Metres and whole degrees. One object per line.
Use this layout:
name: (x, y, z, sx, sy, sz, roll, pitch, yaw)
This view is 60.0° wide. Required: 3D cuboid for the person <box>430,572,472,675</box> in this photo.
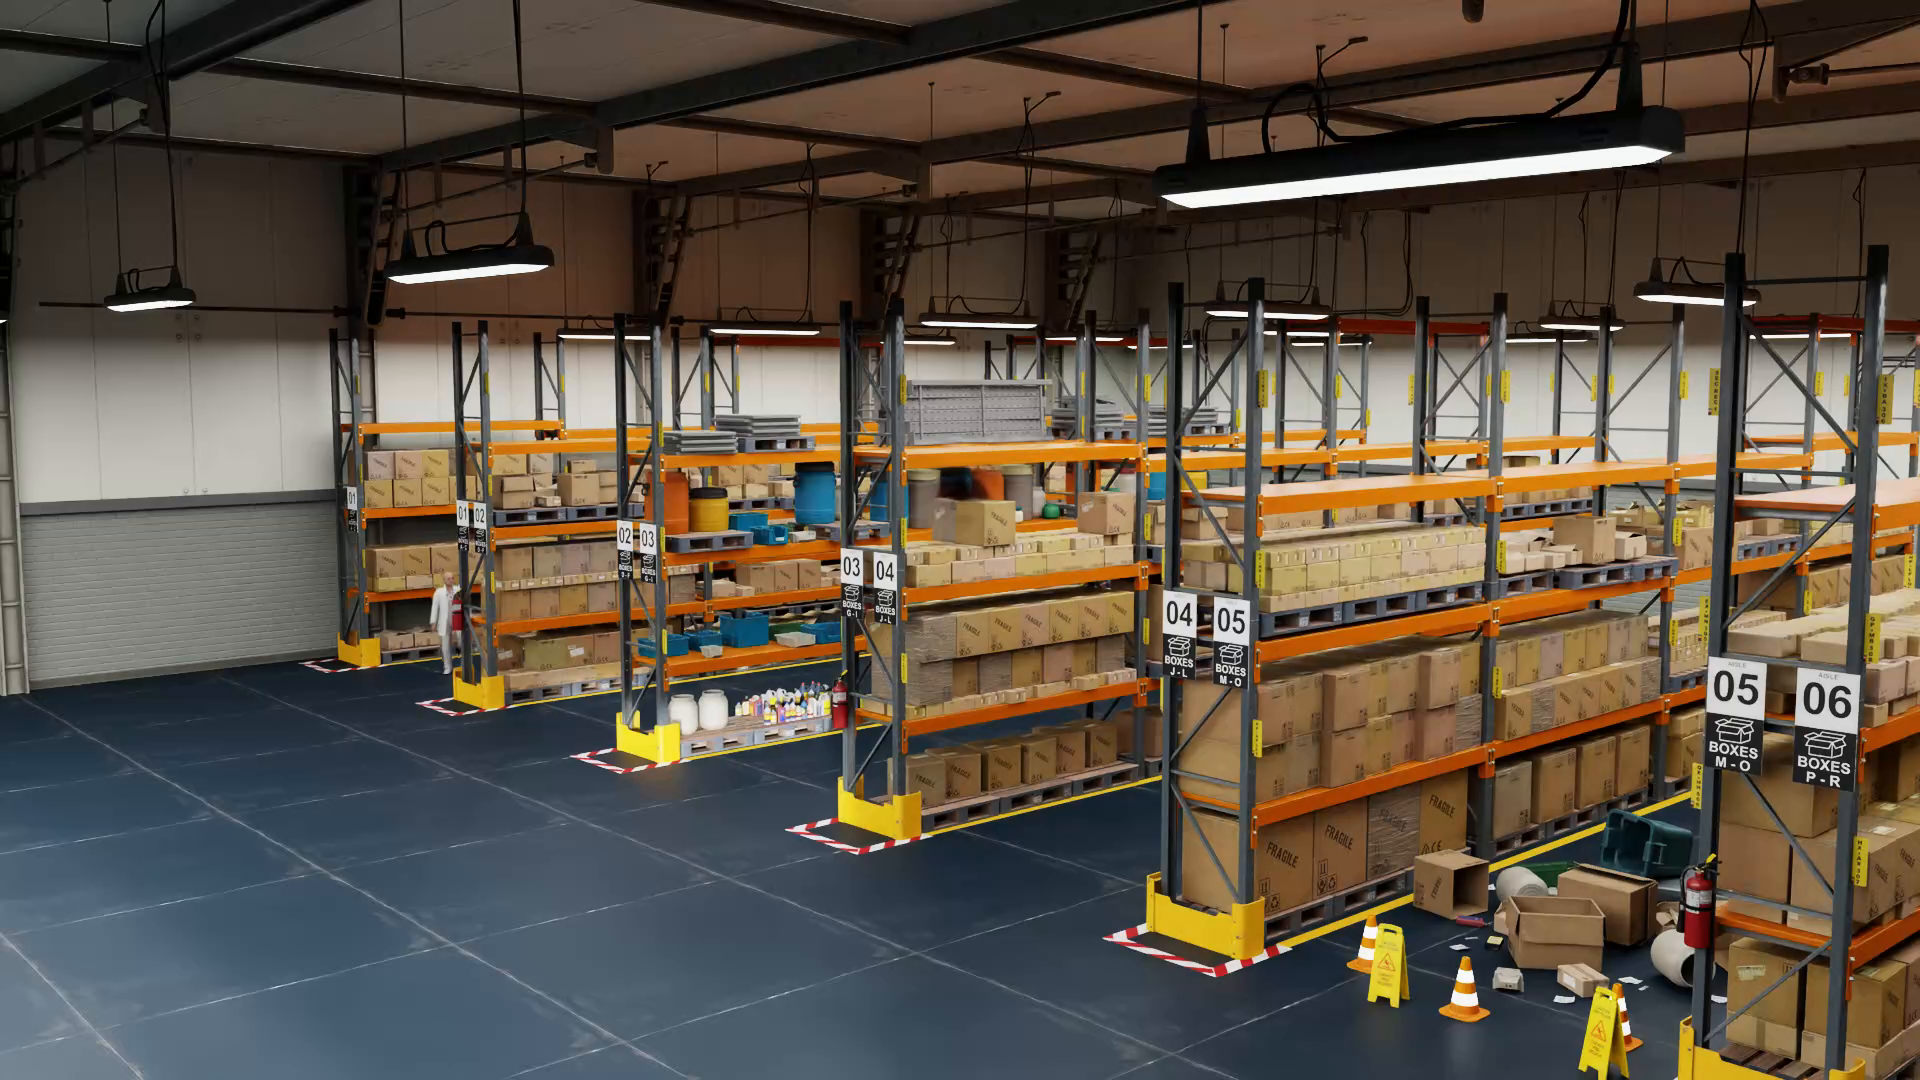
person: (-8.842, 1.452, 28.844, 0.652, 1.803, 0.470, 0, 6, -4)
